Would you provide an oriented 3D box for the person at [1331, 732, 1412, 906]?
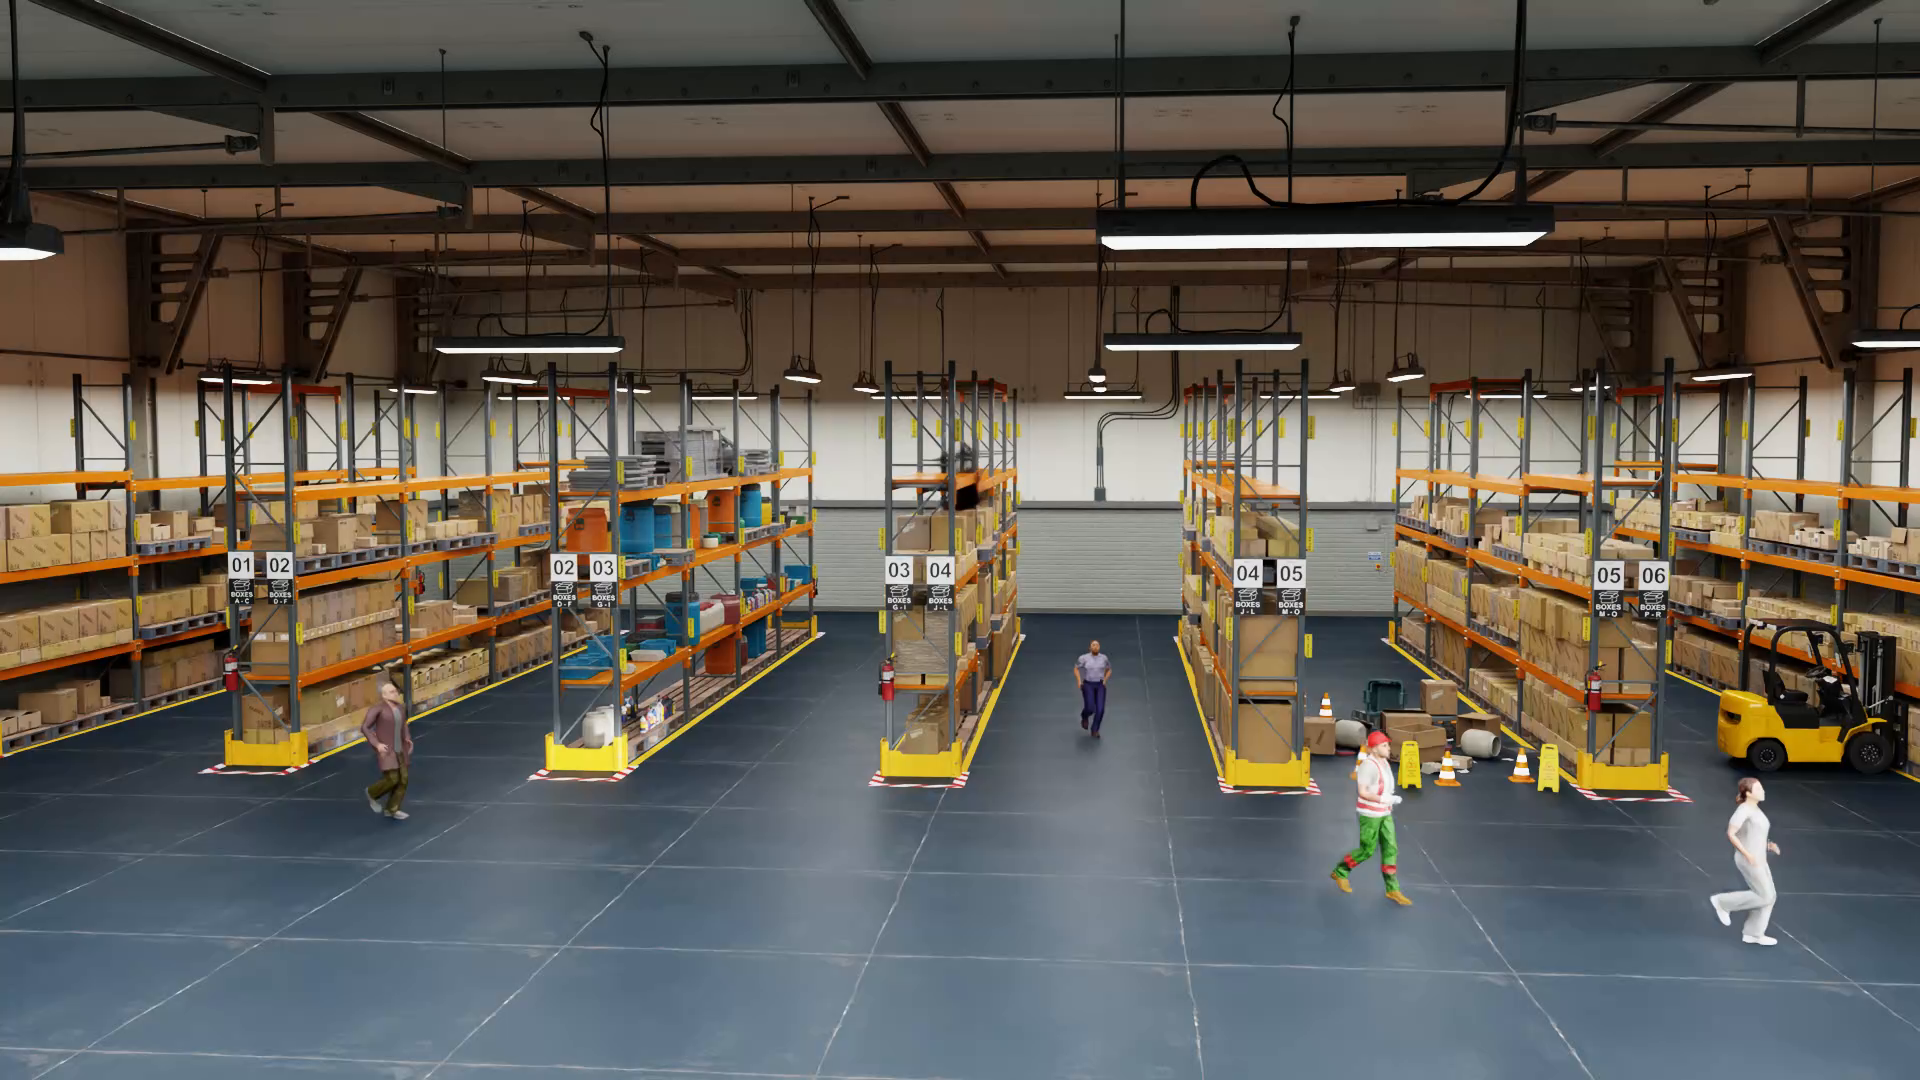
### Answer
[{"bbox_3d":[4.406,2.934,17.723,0.883,1.807,0.682,3,5,41],"label":"person"}]

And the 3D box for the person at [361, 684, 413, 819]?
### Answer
[{"bbox_3d":[-7.405,2.728,21.505,0.630,1.735,0.703,2,4,31],"label":"person"}]

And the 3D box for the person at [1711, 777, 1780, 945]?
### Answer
[{"bbox_3d":[7.702,3.123,16.275,0.598,1.626,0.580,3,5,39],"label":"person"}]

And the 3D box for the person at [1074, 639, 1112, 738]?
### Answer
[{"bbox_3d":[2.190,2.428,27.165,0.611,1.593,0.547,-1,4,-8],"label":"person"}]
